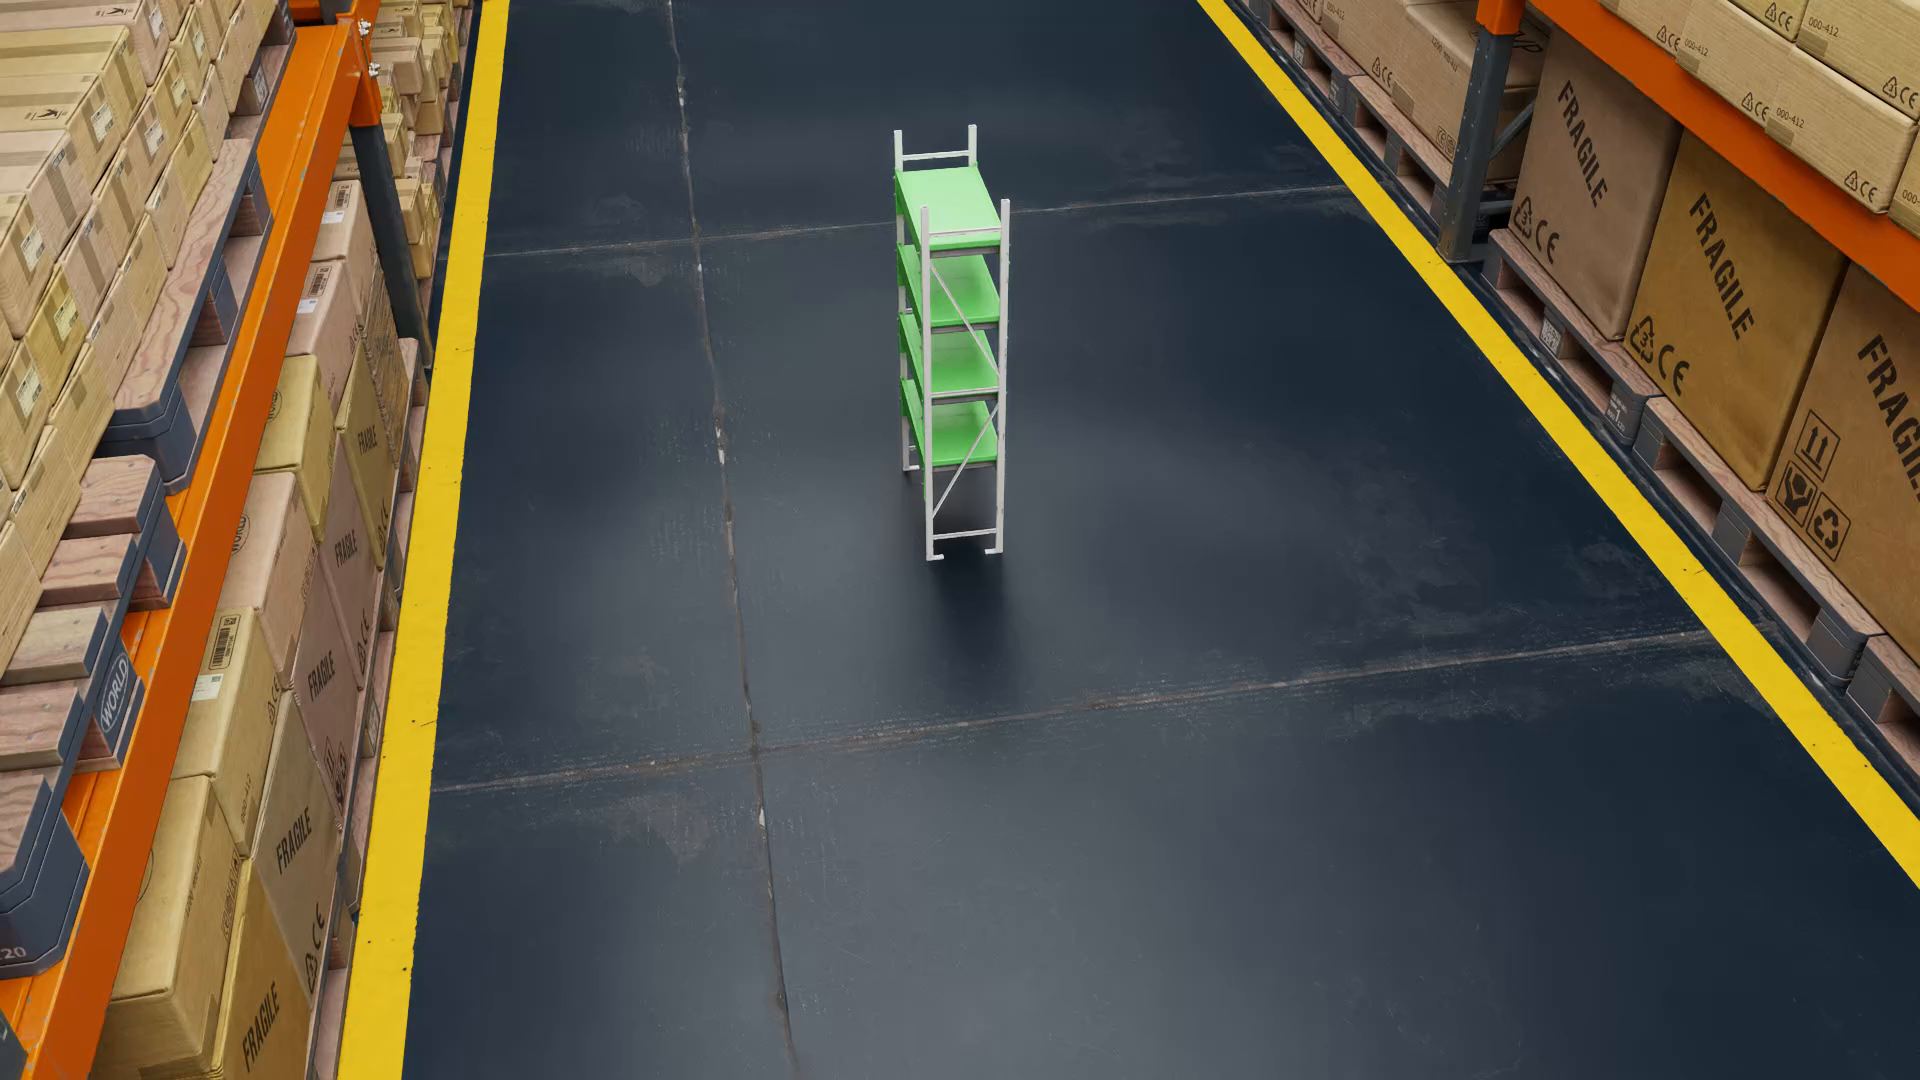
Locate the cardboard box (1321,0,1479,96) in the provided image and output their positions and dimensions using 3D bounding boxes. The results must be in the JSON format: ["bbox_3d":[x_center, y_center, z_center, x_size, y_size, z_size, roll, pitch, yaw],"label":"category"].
[{"bbox_3d":[2.273,-2.460,7.717,0.875,0.438,0.875,-7,38,-9],"label":"cardboard box"}]

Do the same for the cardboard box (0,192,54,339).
[{"bbox_3d":[-1.744,-0.437,2.745,0.380,0.149,0.250,-8,39,-10],"label":"cardboard box"}]

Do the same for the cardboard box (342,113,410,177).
[{"bbox_3d":[-2.268,-1.459,6.179,0.380,0.149,0.250,-4,38,-6],"label":"cardboard box"}]

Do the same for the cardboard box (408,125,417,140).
[{"bbox_3d":[-2.485,-1.687,6.958,0.380,0.149,0.250,-8,39,-10],"label":"cardboard box"}]

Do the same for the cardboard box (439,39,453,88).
[{"bbox_3d":[-2.528,-2.166,7.574,0.380,0.149,0.250,-6,38,-7],"label":"cardboard box"}]

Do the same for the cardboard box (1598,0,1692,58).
[{"bbox_3d":[2.344,-1.708,5.126,0.500,0.250,0.500,-7,38,-9],"label":"cardboard box"}]

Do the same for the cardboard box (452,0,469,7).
[{"bbox_3d":[-2.680,-2.797,8.387,0.380,0.149,0.250,-5,38,-7],"label":"cardboard box"}]

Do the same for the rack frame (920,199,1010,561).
[{"bbox_3d":[0.014,-0.426,4.821,0.240,1.200,0.015,-6,38,-8],"label":"rack frame"}]

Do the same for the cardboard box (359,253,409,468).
[{"bbox_3d":[-2.043,-0.540,5.195,0.500,0.500,0.500,-7,38,-9],"label":"cardboard box"}]

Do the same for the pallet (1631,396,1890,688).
[{"bbox_3d":[2.861,-0.077,5.177,1.003,0.211,1.213,-6,38,-8],"label":"pallet"}]

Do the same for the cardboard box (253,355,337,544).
[{"bbox_3d":[-1.858,-0.203,4.151,0.500,0.250,0.500,-8,39,-10],"label":"cardboard box"}]

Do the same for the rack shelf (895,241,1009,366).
[{"bbox_3d":[-0.029,-0.713,4.903,0.258,0.148,0.480,-6,38,-8],"label":"rack shelf"}]

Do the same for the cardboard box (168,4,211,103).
[{"bbox_3d":[-1.972,-1.115,3.860,0.380,0.149,0.250,-8,39,-10],"label":"cardboard box"}]

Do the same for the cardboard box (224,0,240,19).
[{"bbox_3d":[-2.069,-1.437,4.274,0.380,0.149,0.250,-5,38,-6],"label":"cardboard box"}]

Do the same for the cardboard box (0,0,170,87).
[{"bbox_3d":[-1.931,-1.074,3.564,0.380,0.149,0.250,-8,39,-10],"label":"cardboard box"}]

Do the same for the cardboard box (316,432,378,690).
[{"bbox_3d":[-1.868,0.081,4.396,0.500,0.500,0.500,-7,38,-9],"label":"cardboard box"}]

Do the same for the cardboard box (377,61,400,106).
[{"bbox_3d":[-2.429,-1.761,6.569,0.380,0.149,0.250,-7,38,-9],"label":"cardboard box"}]

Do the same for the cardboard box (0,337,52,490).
[{"bbox_3d":[-1.707,-0.187,2.666,0.380,0.149,0.250,-7,38,-9],"label":"cardboard box"}]

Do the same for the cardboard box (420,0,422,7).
[{"bbox_3d":[-2.600,-2.388,7.375,0.380,0.149,0.250,-7,38,-9],"label":"cardboard box"}]

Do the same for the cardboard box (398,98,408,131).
[{"bbox_3d":[-2.425,-1.642,6.657,0.380,0.149,0.250,-8,39,-10],"label":"cardboard box"}]

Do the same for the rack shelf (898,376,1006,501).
[{"bbox_3d":[-0.029,-0.334,5.197,0.258,0.148,0.480,-6,38,-8],"label":"rack shelf"}]

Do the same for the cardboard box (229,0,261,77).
[{"bbox_3d":[-2.069,-1.321,4.368,0.380,0.149,0.250,-6,38,-8],"label":"cardboard box"}]

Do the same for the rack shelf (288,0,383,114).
[{"bbox_3d":[-2.772,-2.705,6.873,1.077,0.370,4.000,-6,38,-8],"label":"rack shelf"}]

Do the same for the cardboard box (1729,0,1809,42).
[{"bbox_3d":[2.415,-1.597,4.575,0.500,0.250,0.500,-6,38,-7],"label":"cardboard box"}]

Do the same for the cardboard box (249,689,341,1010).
[{"bbox_3d":[-1.684,0.699,3.601,0.500,0.500,0.500,-6,38,-7],"label":"cardboard box"}]

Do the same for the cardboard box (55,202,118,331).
[{"bbox_3d":[-1.794,-0.490,3.055,0.380,0.149,0.250,-6,38,-8],"label":"cardboard box"}]

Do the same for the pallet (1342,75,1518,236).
[{"bbox_3d":[2.378,-1.741,7.319,1.003,0.211,1.213,-6,38,-8],"label":"pallet"}]

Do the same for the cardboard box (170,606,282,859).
[{"bbox_3d":[-1.691,0.412,3.359,0.500,0.250,0.500,-7,38,-9],"label":"cardboard box"}]

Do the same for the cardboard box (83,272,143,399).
[{"bbox_3d":[-1.792,-0.372,3.146,0.380,0.149,0.250,-5,38,-6],"label":"cardboard box"}]

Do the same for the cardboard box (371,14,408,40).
[{"bbox_3d":[-2.522,-2.080,6.978,0.380,0.149,0.250,-8,39,-10],"label":"cardboard box"}]

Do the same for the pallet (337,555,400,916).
[{"bbox_3d":[-2.066,0.529,4.397,1.003,0.211,1.213,-6,38,-8],"label":"pallet"}]

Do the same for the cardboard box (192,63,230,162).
[{"bbox_3d":[-1.971,-1.002,3.958,0.380,0.149,0.250,-8,39,-10],"label":"cardboard box"}]

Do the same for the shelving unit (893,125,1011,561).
[{"bbox_3d":[-0.029,-0.574,5.011,0.258,1.200,0.503,-6,38,-8],"label":"shelving unit"}]

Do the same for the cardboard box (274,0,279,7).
[{"bbox_3d":[-2.157,-1.629,4.764,0.380,0.149,0.250,-7,38,-9],"label":"cardboard box"}]

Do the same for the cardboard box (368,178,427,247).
[{"bbox_3d":[-2.170,-1.192,6.078,0.380,0.149,0.250,-5,38,-6],"label":"cardboard box"}]

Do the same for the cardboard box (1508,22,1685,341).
[{"bbox_3d":[2.622,-1.335,5.913,0.875,0.875,0.875,-5,38,-7],"label":"cardboard box"}]

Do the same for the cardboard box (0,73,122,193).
[{"bbox_3d":[-1.842,-0.760,3.161,0.380,0.149,0.250,-5,38,-7],"label":"cardboard box"}]

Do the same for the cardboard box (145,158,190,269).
[{"bbox_3d":[-1.878,-0.681,3.544,0.380,0.149,0.250,-7,38,-9],"label":"cardboard box"}]

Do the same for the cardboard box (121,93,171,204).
[{"bbox_3d":[-1.885,-0.803,3.458,0.380,0.149,0.250,-5,38,-6],"label":"cardboard box"}]

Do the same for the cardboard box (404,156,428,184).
[{"bbox_3d":[-2.310,-1.381,6.564,0.380,0.149,0.250,-6,38,-8],"label":"cardboard box"}]

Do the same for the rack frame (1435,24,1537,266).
[{"bbox_3d":[2.434,-2.374,5.861,1.000,3.000,0.127,-6,38,-8],"label":"rack frame"}]

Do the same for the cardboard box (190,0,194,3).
[{"bbox_3d":[-2.021,-1.384,3.964,0.380,0.149,0.250,-6,38,-8],"label":"cardboard box"}]

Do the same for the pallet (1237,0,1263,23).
[{"bbox_3d":[1.950,-3.214,9.216,1.003,0.211,1.213,-6,38,-8],"label":"pallet"}]

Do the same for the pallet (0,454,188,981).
[{"bbox_3d":[-1.950,0.292,2.586,1.213,0.211,1.003,-6,38,-8],"label":"pallet"}]

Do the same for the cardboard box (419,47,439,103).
[{"bbox_3d":[-2.432,-1.969,7.079,0.380,0.149,0.250,-7,38,-8],"label":"cardboard box"}]

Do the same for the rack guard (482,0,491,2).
[{"bbox_3d":[-3.109,-3.164,8.915,1.175,0.500,0.348,-6,38,-8],"label":"rack guard"}]

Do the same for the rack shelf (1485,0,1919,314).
[{"bbox_3d":[2.785,-0.882,4.527,1.077,0.370,4.000,-6,38,-8],"label":"rack shelf"}]

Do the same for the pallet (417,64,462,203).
[{"bbox_3d":[-2.791,-1.820,7.420,1.003,0.211,1.213,-6,38,-8],"label":"pallet"}]

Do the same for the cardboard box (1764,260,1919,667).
[{"bbox_3d":[2.944,-0.250,4.517,0.875,0.875,0.875,-6,38,-7],"label":"cardboard box"}]

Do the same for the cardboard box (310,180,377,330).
[{"bbox_3d":[-2.042,-0.833,4.961,0.500,0.250,0.500,-7,38,-9],"label":"cardboard box"}]

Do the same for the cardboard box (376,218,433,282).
[{"bbox_3d":[-2.169,-1.075,6.171,0.380,0.149,0.250,-8,39,-10],"label":"cardboard box"}]

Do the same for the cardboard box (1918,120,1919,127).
[{"bbox_3d":[2.597,-0.978,3.779,0.500,0.250,0.500,-7,38,-9],"label":"cardboard box"}]

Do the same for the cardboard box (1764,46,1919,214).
[{"bbox_3d":[2.497,-1.094,4.336,0.500,0.250,0.500,-7,38,-9],"label":"cardboard box"}]

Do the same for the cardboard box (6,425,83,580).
[{"bbox_3d":[-1.694,-0.048,2.730,0.380,0.149,0.250,-4,38,-6],"label":"cardboard box"}]

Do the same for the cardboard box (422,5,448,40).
[{"bbox_3d":[-2.526,-2.284,7.484,0.380,0.149,0.250,-4,38,-6],"label":"cardboard box"}]

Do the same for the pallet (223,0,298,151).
[{"bbox_3d":[-2.430,-1.228,4.542,1.003,0.211,1.213,-6,38,-8],"label":"pallet"}]
